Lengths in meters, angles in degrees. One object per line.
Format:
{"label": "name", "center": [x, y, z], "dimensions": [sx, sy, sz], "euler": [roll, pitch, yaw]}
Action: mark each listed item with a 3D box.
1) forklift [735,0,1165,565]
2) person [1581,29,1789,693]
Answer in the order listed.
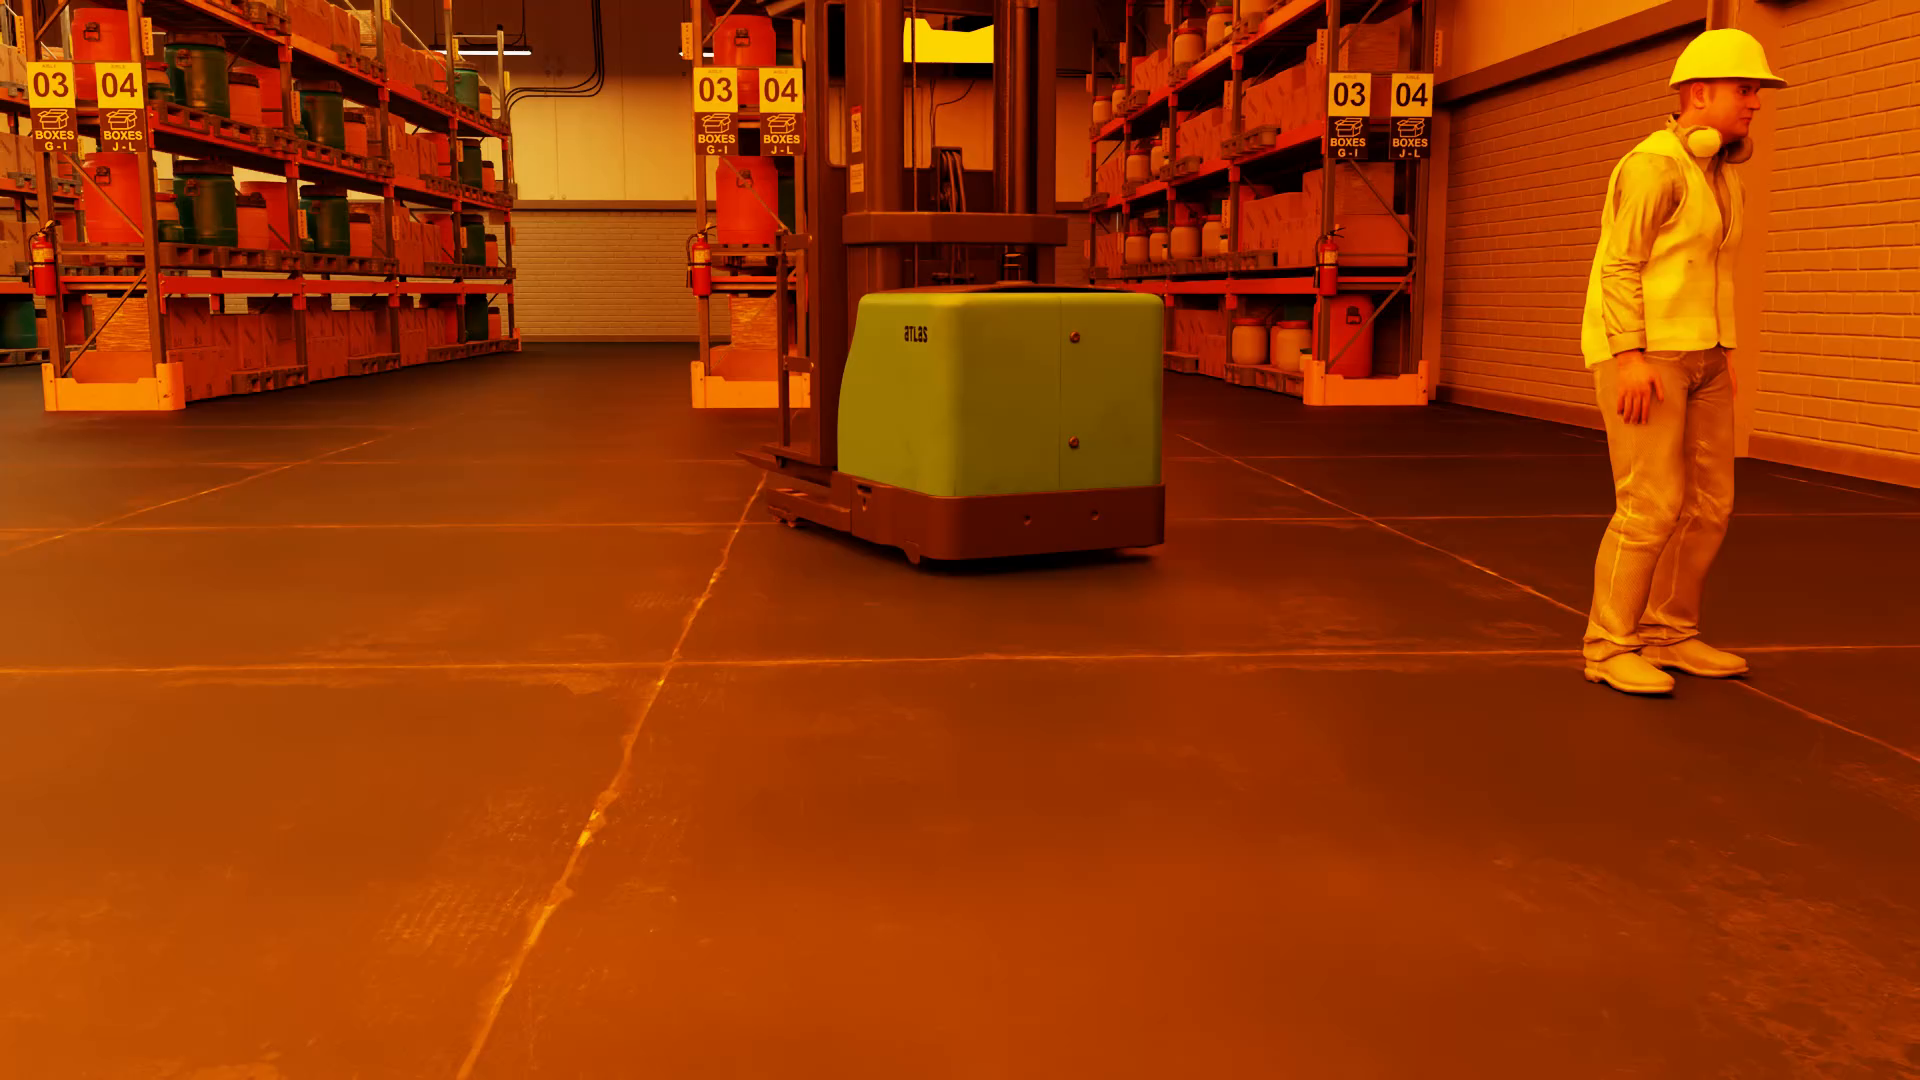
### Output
{"label": "forklift", "center": [-0.264, -1.530, 7.637], "dimensions": [1.130, 2.935, 3.031], "euler": [-4, 9, -25]}
{"label": "person", "center": [1.978, -0.492, 4.599], "dimensions": [0.580, 1.769, 0.466], "euler": [-7, 11, -38]}
